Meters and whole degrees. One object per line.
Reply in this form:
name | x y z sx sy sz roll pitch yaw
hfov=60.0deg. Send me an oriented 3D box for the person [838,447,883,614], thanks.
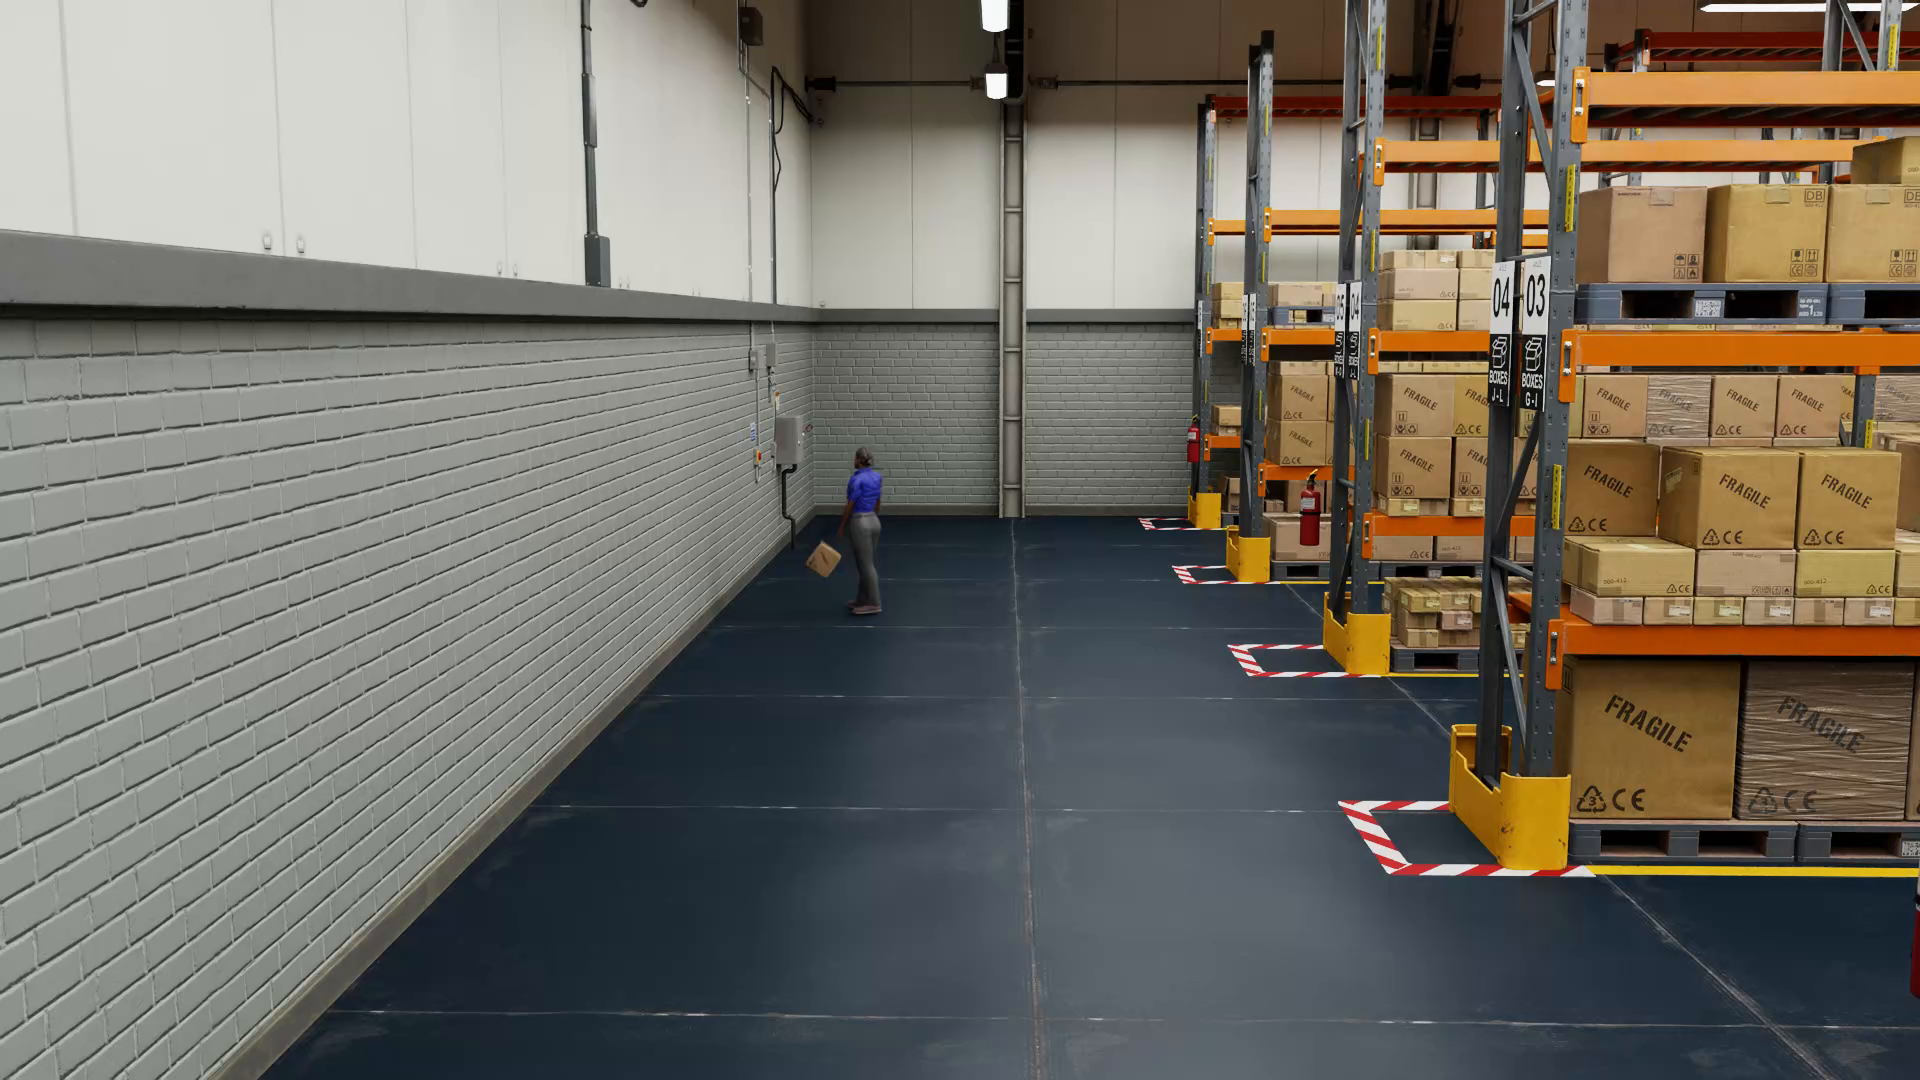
person | -0.985 -0.108 16.601 0.577 1.652 0.546 5 9 33
